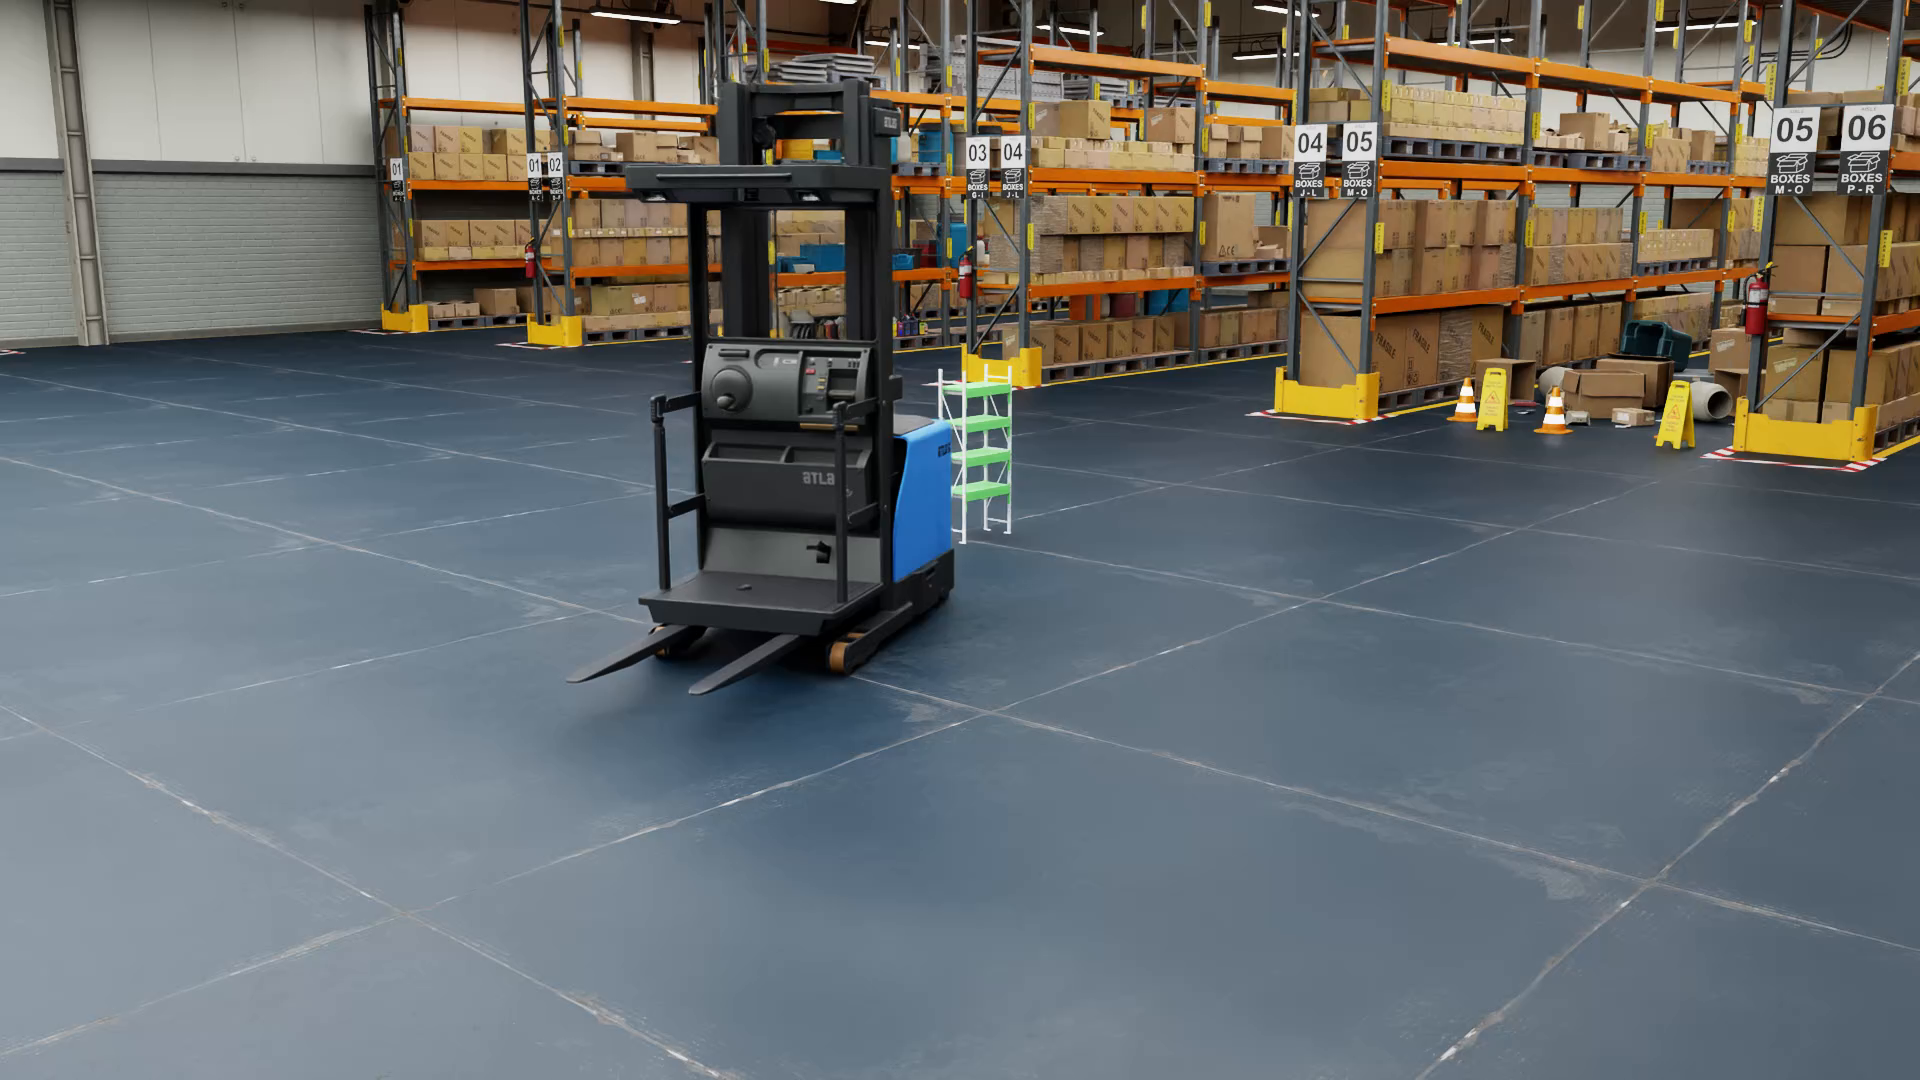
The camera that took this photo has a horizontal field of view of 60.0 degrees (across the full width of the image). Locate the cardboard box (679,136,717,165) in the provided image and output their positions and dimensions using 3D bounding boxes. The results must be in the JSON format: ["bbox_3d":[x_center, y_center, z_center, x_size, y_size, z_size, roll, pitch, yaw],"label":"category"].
[{"bbox_3d":[-4.830,-7.183,30.671,0.500,0.500,0.500,-11,15,-43],"label":"cardboard box"}]

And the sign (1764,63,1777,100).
[{"bbox_3d":[7.539,-4.257,15.447,0.100,0.325,0.005,10,15,40],"label":"sign"}]

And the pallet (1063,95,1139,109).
[{"bbox_3d":[2.558,-8.131,30.949,1.213,0.211,1.003,10,15,40],"label":"pallet"}]

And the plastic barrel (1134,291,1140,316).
[{"bbox_3d":[3.420,-4.697,32.847,0.421,0.512,0.421,0,11,0],"label":"plastic barrel"}]

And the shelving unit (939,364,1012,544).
[{"bbox_3d":[0.109,-0.613,11.716,0.258,1.200,0.503,10,15,40],"label":"shelving unit"}]

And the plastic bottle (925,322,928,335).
[{"bbox_3d":[-0.587,-3.537,27.783,0.097,0.201,0.097,0,11,0],"label":"plastic bottle"}]

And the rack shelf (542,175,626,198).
[{"bbox_3d":[-5.620,-6.252,29.534,1.077,0.370,4.000,10,15,40],"label":"rack shelf"}]

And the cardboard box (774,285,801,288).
[{"bbox_3d":[-4.216,-6.028,38.648,0.750,0.750,0.750,10,15,40],"label":"cardboard box"}]

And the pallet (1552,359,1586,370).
[{"bbox_3d":[8.056,-2.427,23.323,1.003,0.211,1.213,10,15,40],"label":"pallet"}]

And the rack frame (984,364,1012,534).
[{"bbox_3d":[0.270,-0.649,11.895,0.240,1.200,0.015,10,15,40],"label":"rack frame"}]

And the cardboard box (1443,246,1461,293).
[{"bbox_3d":[5.498,-3.269,20.039,0.875,0.550,0.500,10,15,40],"label":"cardboard box"}]

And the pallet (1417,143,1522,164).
[{"bbox_3d":[6.250,-4.799,20.649,1.003,0.211,1.213,10,15,40],"label":"pallet"}]

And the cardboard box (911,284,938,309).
[{"bbox_3d":[-0.803,-5.114,34.918,0.500,0.500,0.500,9,14,38],"label":"cardboard box"}]

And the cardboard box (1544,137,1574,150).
[{"bbox_3d":[7.918,-5.266,22.073,0.380,0.149,0.250,10,15,40],"label":"cardboard box"}]

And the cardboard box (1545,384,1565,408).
[{"bbox_3d":[7.047,-1.659,19.339,0.258,0.266,0.396,-9,14,-38],"label":"cardboard box"}]

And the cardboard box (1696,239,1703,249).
[{"bbox_3d":[11.626,-4.737,26.580,0.380,0.149,0.250,11,15,43],"label":"cardboard box"}]

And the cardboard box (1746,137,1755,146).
[{"bbox_3d":[12.987,-6.630,27.675,0.380,0.149,0.250,9,15,39],"label":"cardboard box"}]

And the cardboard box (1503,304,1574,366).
[{"bbox_3d":[7.780,-2.838,22.932,1.050,0.750,0.750,10,15,40],"label":"cardboard box"}]

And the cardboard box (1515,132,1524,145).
[{"bbox_3d":[6.798,-4.998,20.734,0.380,0.149,0.250,10,15,40],"label":"cardboard box"}]

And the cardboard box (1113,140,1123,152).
[{"bbox_3d":[2.031,-5.432,22.955,0.380,0.149,0.250,9,14,38],"label":"cardboard box"}]

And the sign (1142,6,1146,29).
[{"bbox_3d":[2.718,-7.695,24.475,0.100,0.325,0.005,10,15,40],"label":"sign"}]

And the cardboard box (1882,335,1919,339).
[{"bbox_3d":[10.060,-1.894,17.569,0.500,0.500,0.500,10,15,41],"label":"cardboard box"}]

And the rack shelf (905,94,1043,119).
[{"bbox_3d":[0.739,-7.474,29.016,1.077,0.370,4.000,10,15,40],"label":"rack shelf"}]

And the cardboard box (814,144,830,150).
[{"bbox_3d":[-3.422,-9.236,39.344,0.500,0.250,0.500,-11,16,-43],"label":"cardboard box"}]

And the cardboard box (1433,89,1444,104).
[{"bbox_3d":[5.289,-5.053,18.973,0.380,0.149,0.250,9,15,39],"label":"cardboard box"}]

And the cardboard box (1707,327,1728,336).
[{"bbox_3d":[12.561,-3.488,27.721,0.380,0.149,0.250,9,14,38],"label":"cardboard box"}]

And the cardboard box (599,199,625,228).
[{"bbox_3d":[-6.245,-5.678,28.912,0.700,0.500,0.500,9,15,39],"label":"cardboard box"}]

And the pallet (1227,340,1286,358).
[{"bbox_3d":[4.457,-3.074,26.565,1.003,0.211,1.213,10,15,40],"label":"pallet"}]

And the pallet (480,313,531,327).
[{"bbox_3d":[-9.245,-4.417,33.287,1.003,0.211,1.213,10,15,40],"label":"pallet"}]

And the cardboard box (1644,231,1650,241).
[{"bbox_3d":[10.064,-4.536,24.816,0.380,0.149,0.250,9,15,39],"label":"cardboard box"}]

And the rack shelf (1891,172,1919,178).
[{"bbox_3d":[11.903,-4.278,19.650,1.077,0.370,4.000,10,15,40],"label":"rack shelf"}]

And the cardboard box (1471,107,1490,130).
[{"bbox_3d":[6.000,-5.036,19.902,0.500,0.250,0.500,10,15,40],"label":"cardboard box"}]

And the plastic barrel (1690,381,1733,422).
[{"bbox_3d":[8.169,-1.513,18.207,0.421,0.421,0.512,-2,11,-9],"label":"plastic barrel"}]

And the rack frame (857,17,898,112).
[{"bbox_3d":[-1.659,-8.959,33.589,1.000,3.000,0.127,10,15,40],"label":"rack frame"}]

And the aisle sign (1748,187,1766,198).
[{"bbox_3d":[14.542,-6.581,30.362,0.394,0.787,0.004,10,15,40],"label":"aisle sign"}]

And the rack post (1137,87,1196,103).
[{"bbox_3d":[4.120,-8.749,32.733,0.937,0.300,0.954,9,15,39],"label":"rack post"}]

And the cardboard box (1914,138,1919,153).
[{"bbox_3d":[9.030,-3.796,16.039,0.380,0.149,0.250,9,15,39],"label":"cardboard box"}]

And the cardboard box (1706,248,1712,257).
[{"bbox_3d":[11.965,-4.666,26.985,0.380,0.149,0.250,9,15,39],"label":"cardboard box"}]

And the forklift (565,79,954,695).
[{"bbox_3d":[-0.976,-0.851,8.490,1.130,2.935,3.031,4,12,18],"label":"forklift"}]

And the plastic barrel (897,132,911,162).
[{"bbox_3d":[-1.013,-6.481,27.485,0.421,0.512,0.421,0,11,0],"label":"plastic barrel"}]

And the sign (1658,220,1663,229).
[{"bbox_3d":[11.666,-5.161,27.683,0.100,0.325,0.005,10,15,40],"label":"sign"}]

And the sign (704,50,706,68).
[{"bbox_3d":[-4.715,-8.935,30.886,0.100,0.325,0.005,10,15,40],"label":"sign"}]

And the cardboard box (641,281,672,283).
[{"bbox_3d":[-5.501,-4.479,30.509,0.500,0.500,0.500,10,15,40],"label":"cardboard box"}]

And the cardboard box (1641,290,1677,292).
[{"bbox_3d":[11.393,-3.941,27.180,0.500,0.250,0.500,9,14,38],"label":"cardboard box"}]

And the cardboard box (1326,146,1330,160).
[{"bbox_3d":[5.652,-6.398,26.895,0.500,0.500,0.500,10,15,42],"label":"cardboard box"}]

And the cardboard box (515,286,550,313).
[{"bbox_3d":[-8.678,-4.900,33.845,0.500,0.500,0.500,8,14,36],"label":"cardboard box"}]

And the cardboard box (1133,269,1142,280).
[{"bbox_3d":[2.356,-3.776,23.602,0.380,0.149,0.250,10,15,40],"label":"cardboard box"}]

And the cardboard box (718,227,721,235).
[{"bbox_3d":[-4.483,-5.691,30.637,0.380,0.149,0.250,9,15,39],"label":"cardboard box"}]

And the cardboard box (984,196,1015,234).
[{"bbox_3d":[0.676,-4.356,22.297,0.500,0.500,0.500,10,15,40],"label":"cardboard box"}]

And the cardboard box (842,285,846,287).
[{"bbox_3d":[-2.158,-4.963,33.418,0.500,0.311,0.500,9,15,39],"label":"cardboard box"}]

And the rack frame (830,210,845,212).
[{"bbox_3d":[-2.743,-7.245,40.327,1.000,3.000,0.127,10,15,40],"label":"rack frame"}]

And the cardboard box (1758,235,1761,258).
[{"bbox_3d":[13.608,-5.129,28.716,0.500,0.500,0.500,11,16,43],"label":"cardboard box"}]

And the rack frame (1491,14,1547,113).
[{"bbox_3d":[11.060,-8.854,33.067,1.000,3.000,0.127,10,15,40],"label":"rack frame"}]

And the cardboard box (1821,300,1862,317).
[{"bbox_3d":[8.322,-2.177,15.594,0.380,0.149,0.250,10,15,41],"label":"cardboard box"}]
